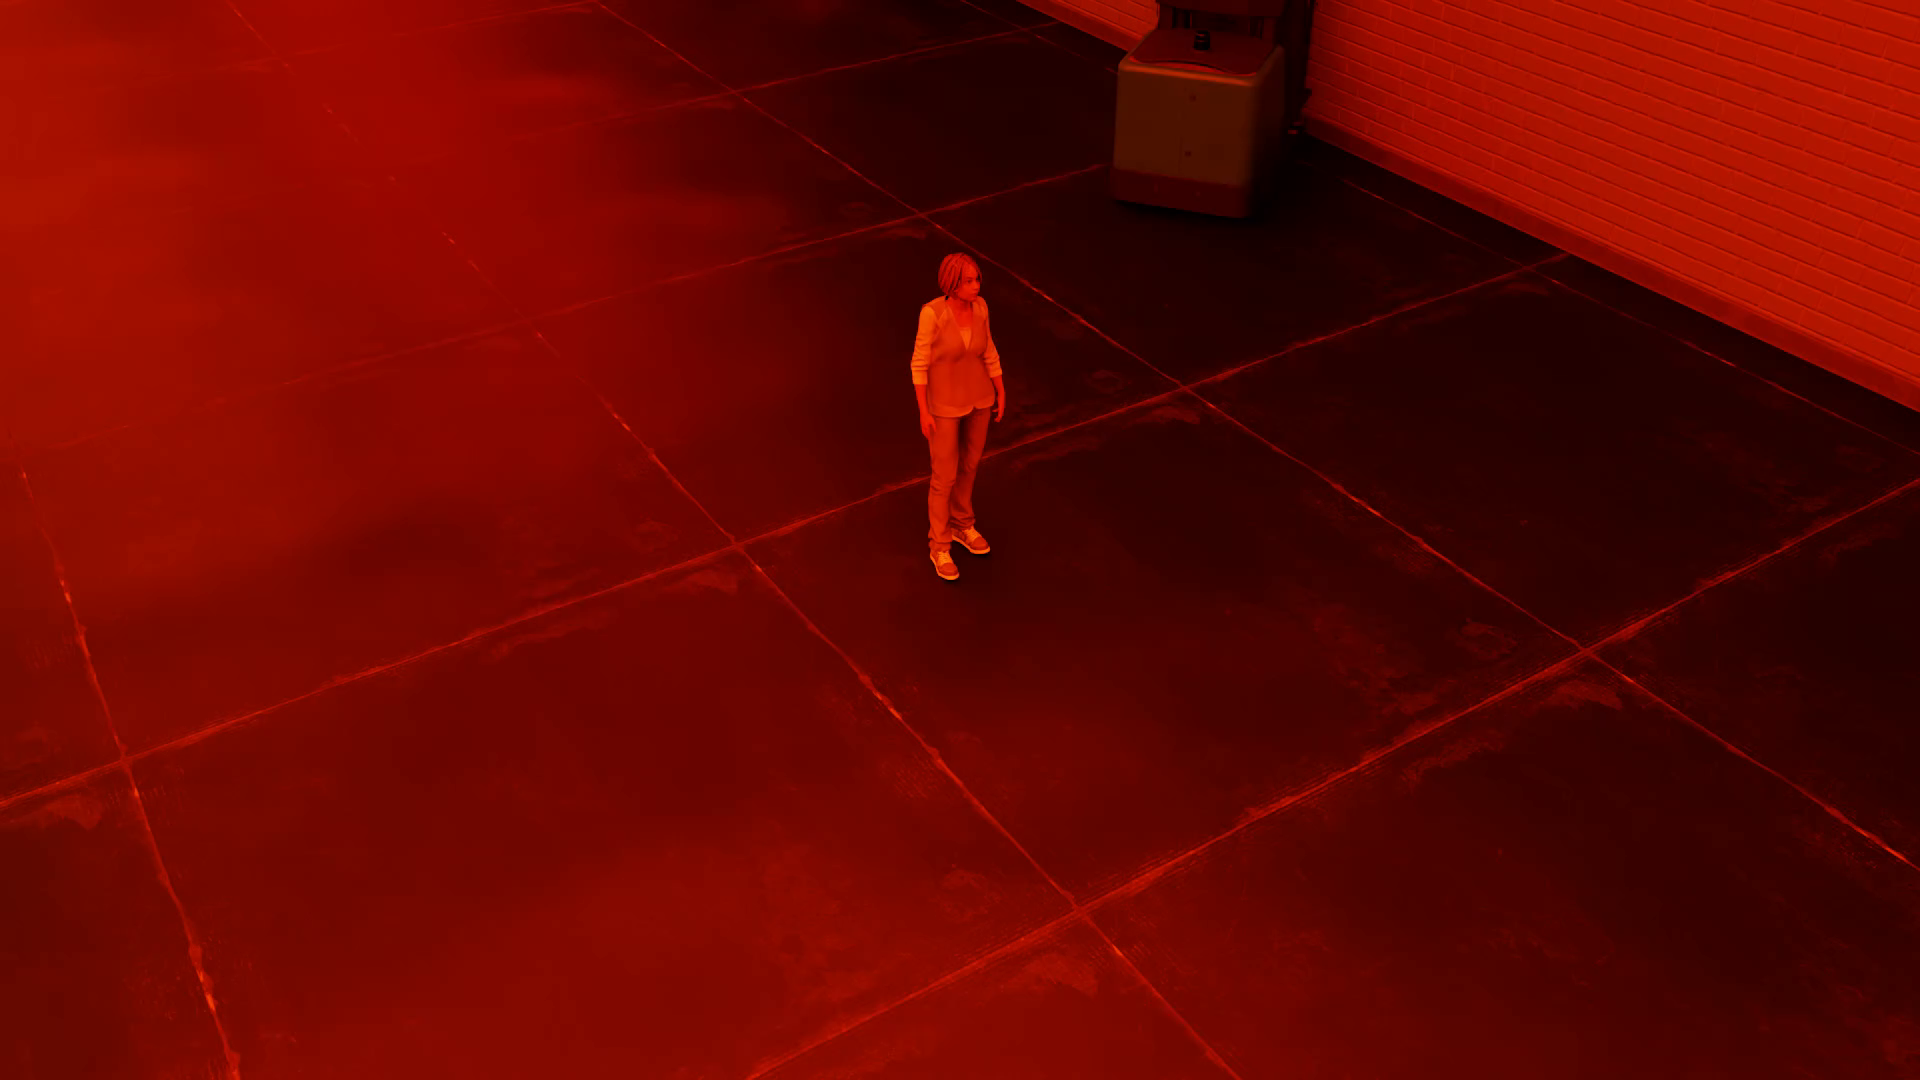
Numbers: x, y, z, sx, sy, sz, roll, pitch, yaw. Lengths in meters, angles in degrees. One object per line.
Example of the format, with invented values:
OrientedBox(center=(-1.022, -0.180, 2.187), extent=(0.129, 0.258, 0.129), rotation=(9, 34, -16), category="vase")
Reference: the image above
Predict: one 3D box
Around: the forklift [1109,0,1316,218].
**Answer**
OrientedBox(center=(2.108, -4.330, 12.310), extent=(1.130, 2.935, 3.031), rotation=(13, 37, 18), category="forklift")

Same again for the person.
OrientedBox(center=(0.028, -0.620, 8.177), extent=(0.520, 1.597, 0.475), rotation=(-21, 40, -27), category="person")
